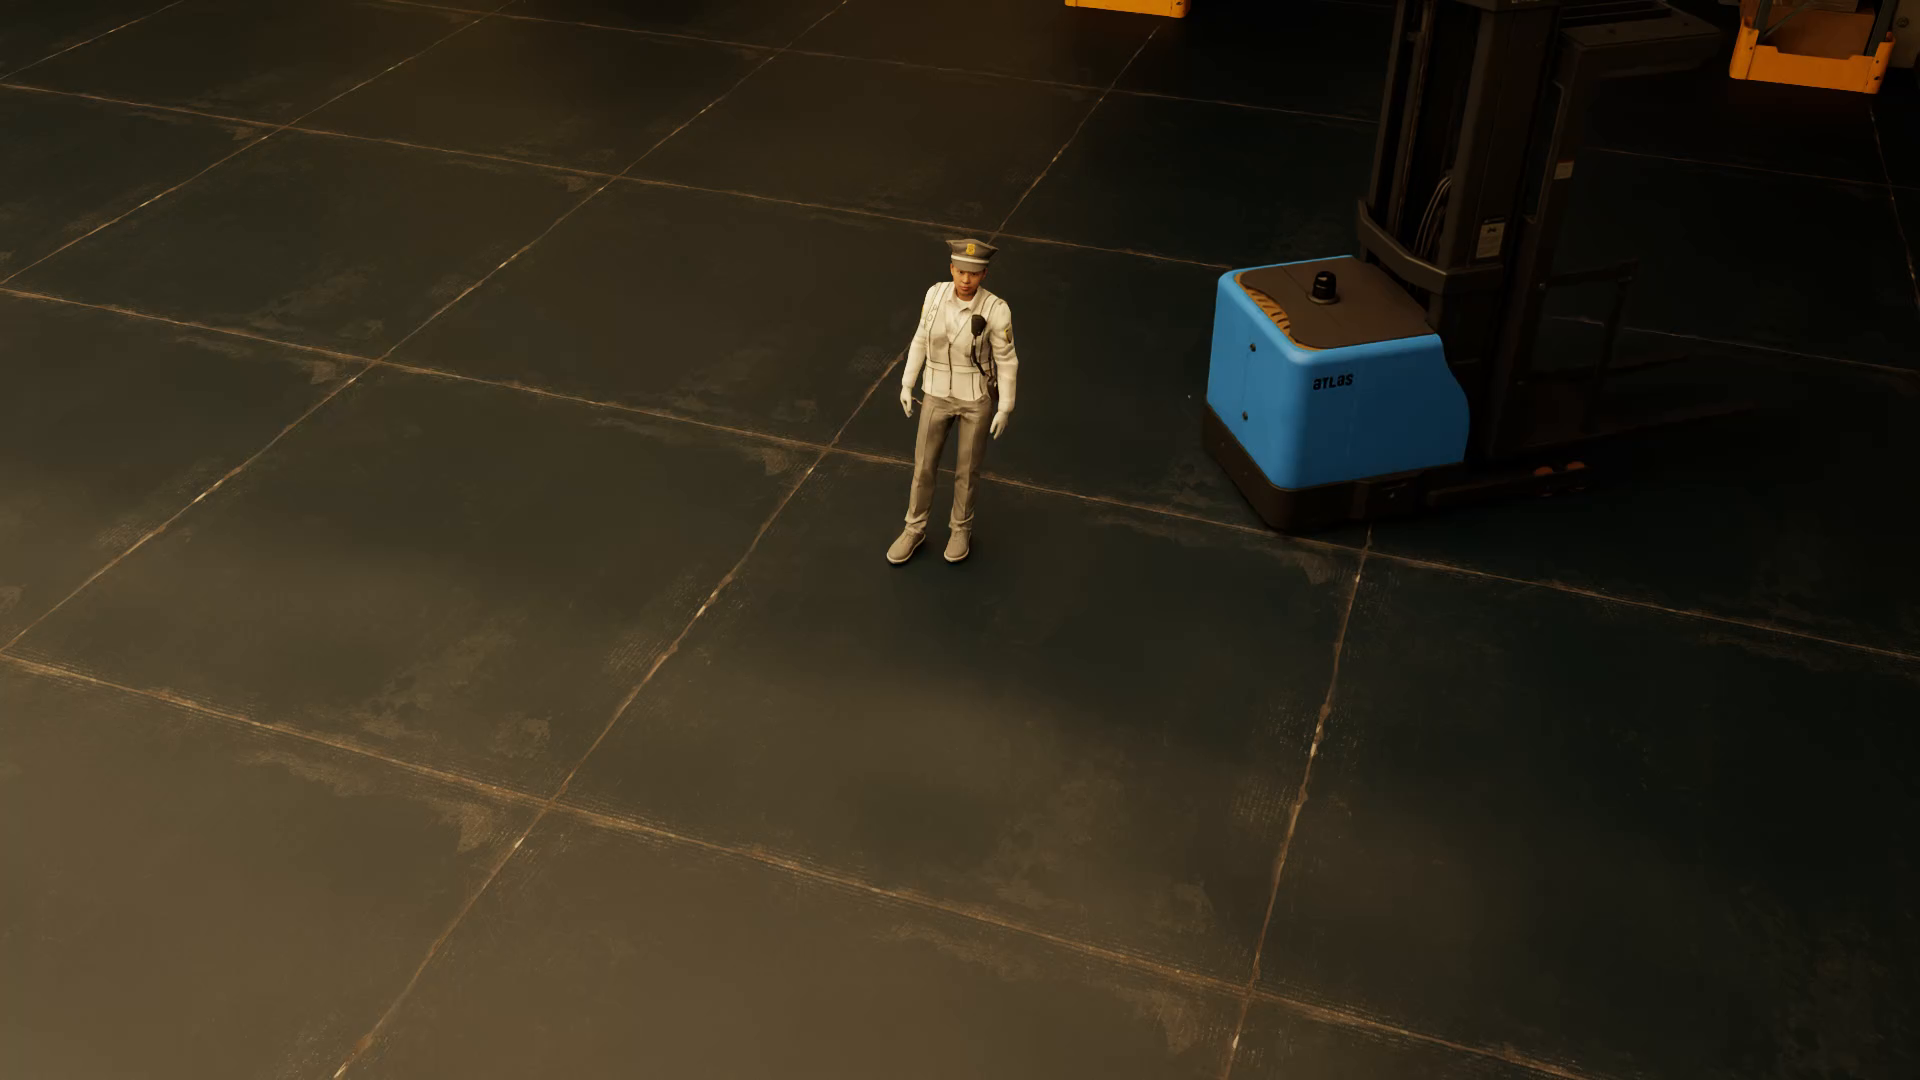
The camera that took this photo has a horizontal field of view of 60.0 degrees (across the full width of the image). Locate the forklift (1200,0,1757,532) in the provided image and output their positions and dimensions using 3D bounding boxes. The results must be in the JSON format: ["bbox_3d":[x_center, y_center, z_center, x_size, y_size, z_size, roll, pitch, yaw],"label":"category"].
[{"bbox_3d":[2.925,-1.710,8.522,3.031,2.935,1.130,-9,36,-13],"label":"forklift"}]

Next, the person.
[{"bbox_3d":[-0.029,-0.661,8.100,0.588,1.695,0.531,12,37,16],"label":"person"}]
